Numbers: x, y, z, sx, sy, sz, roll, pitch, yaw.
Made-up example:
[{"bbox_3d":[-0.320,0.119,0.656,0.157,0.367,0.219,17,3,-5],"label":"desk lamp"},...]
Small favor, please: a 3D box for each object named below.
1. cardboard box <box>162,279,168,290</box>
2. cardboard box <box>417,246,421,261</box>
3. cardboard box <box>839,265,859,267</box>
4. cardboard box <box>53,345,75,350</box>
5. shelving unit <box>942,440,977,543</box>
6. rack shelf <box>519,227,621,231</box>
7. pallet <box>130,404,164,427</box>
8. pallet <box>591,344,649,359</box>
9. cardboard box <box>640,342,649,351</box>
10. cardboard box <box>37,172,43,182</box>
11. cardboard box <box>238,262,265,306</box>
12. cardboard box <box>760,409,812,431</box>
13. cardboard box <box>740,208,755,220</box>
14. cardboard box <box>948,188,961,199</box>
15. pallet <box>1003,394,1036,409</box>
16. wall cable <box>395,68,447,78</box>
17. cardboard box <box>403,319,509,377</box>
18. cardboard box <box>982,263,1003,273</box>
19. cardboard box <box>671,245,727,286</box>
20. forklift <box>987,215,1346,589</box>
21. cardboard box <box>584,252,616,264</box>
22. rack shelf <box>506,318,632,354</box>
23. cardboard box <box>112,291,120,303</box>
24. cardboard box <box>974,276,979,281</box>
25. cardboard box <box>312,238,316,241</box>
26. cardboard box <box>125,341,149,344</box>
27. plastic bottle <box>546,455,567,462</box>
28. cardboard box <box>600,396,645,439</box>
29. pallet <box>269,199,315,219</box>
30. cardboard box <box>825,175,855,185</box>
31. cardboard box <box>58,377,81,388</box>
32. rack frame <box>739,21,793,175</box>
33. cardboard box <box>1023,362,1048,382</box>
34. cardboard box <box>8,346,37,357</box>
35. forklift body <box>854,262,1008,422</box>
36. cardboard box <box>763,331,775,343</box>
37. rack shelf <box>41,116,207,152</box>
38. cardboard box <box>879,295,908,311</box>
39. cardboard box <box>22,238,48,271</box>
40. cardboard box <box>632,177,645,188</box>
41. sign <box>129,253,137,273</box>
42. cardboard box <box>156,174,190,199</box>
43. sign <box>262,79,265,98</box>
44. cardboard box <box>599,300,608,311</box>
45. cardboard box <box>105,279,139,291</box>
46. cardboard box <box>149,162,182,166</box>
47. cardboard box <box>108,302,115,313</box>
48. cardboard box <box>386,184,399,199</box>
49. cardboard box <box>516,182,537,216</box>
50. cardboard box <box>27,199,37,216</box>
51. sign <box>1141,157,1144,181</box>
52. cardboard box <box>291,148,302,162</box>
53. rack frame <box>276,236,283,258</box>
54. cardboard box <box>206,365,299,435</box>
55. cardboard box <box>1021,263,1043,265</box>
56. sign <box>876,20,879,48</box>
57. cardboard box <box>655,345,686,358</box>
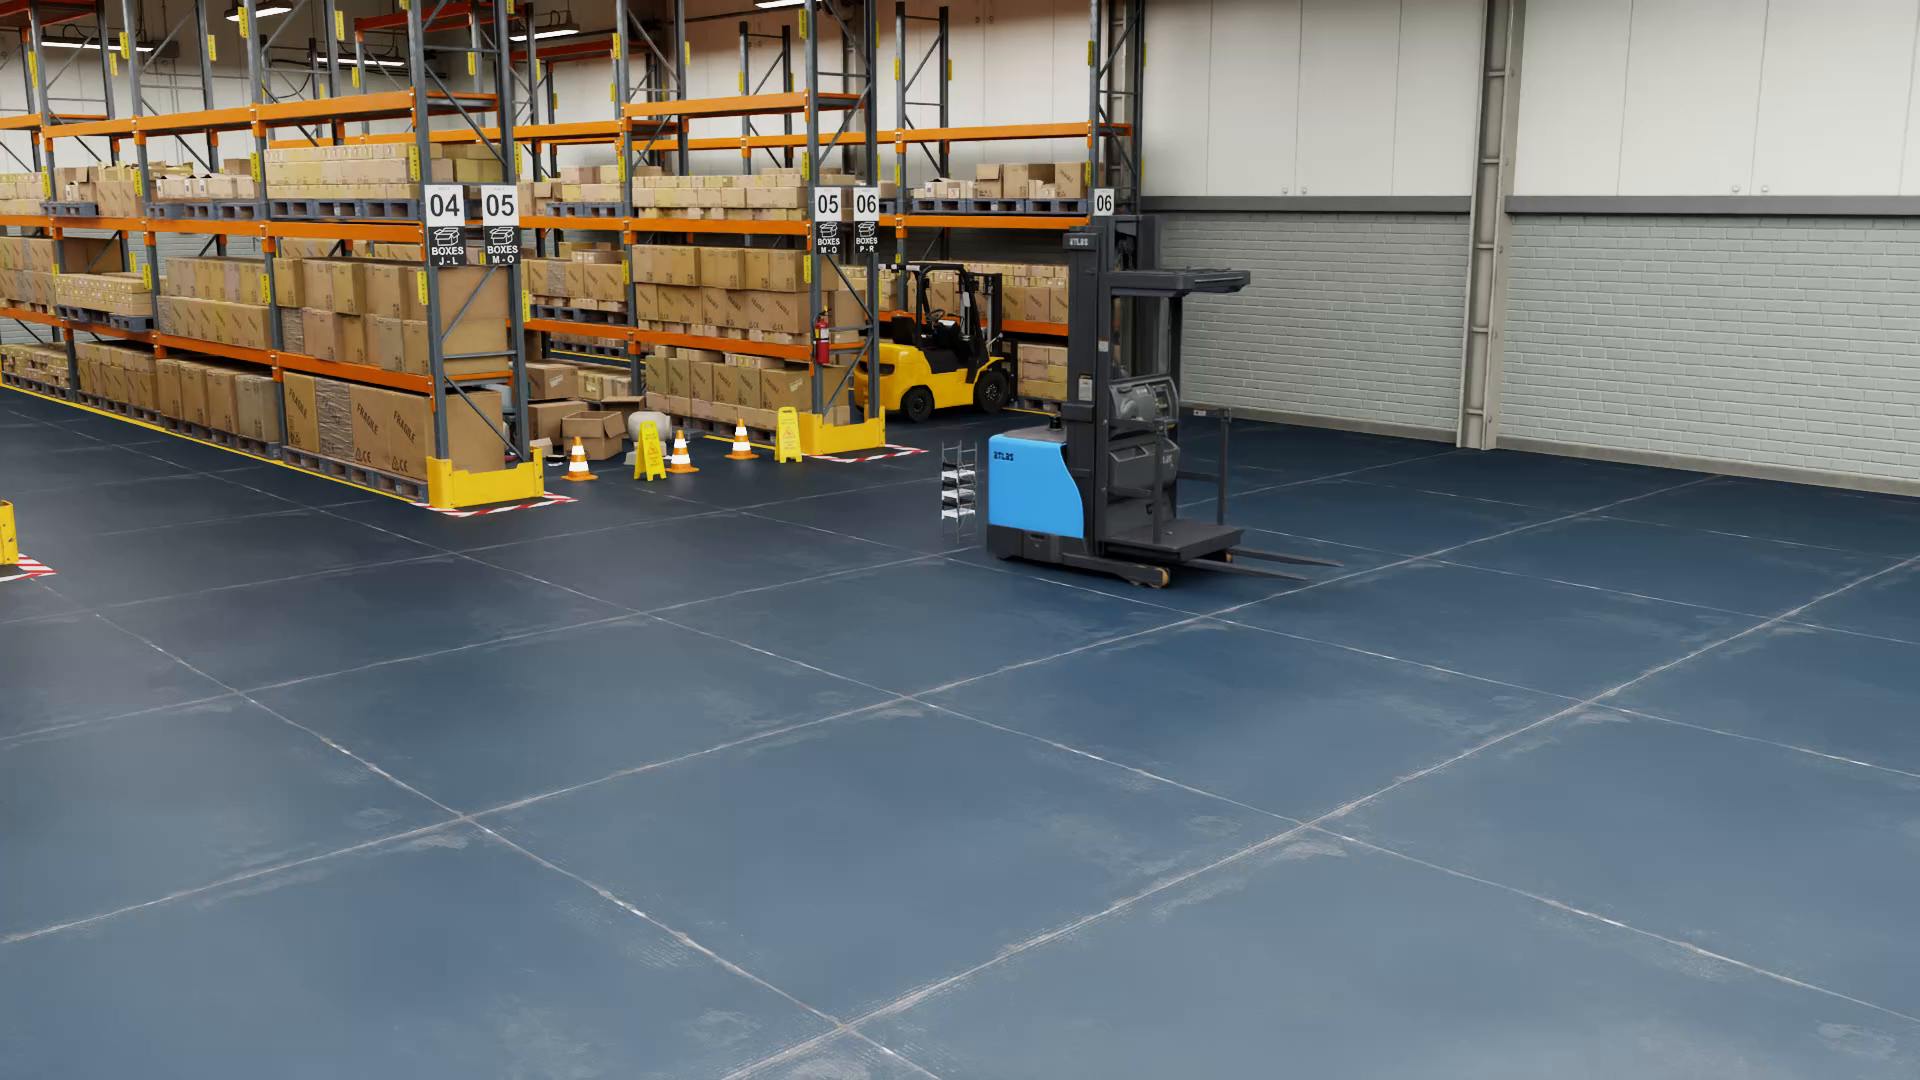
[{"bbox_3d":[-10.976,-3.598,23.387,0.380,0.149,0.250,-11,16,-43],"label":"cardboard box"},{"bbox_3d":[-8.522,-4.558,27.216,0.500,0.500,0.500,-11,16,-43],"label":"cardboard box"},{"bbox_3d":[-1.900,-4.577,28.176,0.380,0.149,0.250,-10,15,-41],"label":"cardboard box"},{"bbox_3d":[-14.883,-3.169,27.748,0.250,0.149,0.380,11,16,43],"label":"cardboard box"},{"bbox_3d":[-0.006,-0.442,15.165,0.258,0.900,0.210,-11,16,-43],"label":"shelving unit"},{"bbox_3d":[-7.489,-6.443,33.440,1.077,0.370,4.000,-11,16,-43],"label":"rack shelf"},{"bbox_3d":[-10.982,-1.803,23.476,1.003,0.211,1.213,-11,16,-43],"label":"pallet"},{"bbox_3d":[-6.581,-3.769,33.022,1.003,0.211,1.213,-11,16,-43],"label":"pallet"},{"bbox_3d":[-5.936,-3.914,31.968,0.500,0.500,0.500,-10,15,-40],"label":"cardboard box"},{"bbox_3d":[-13.809,-5.518,25.313,0.380,0.149,0.250,-10,16,-41],"label":"cardboard box"},{"bbox_3d":[-8.384,-3.155,20.406,0.700,0.500,0.500,-11,16,-43],"label":"cardboard box"},{"bbox_3d":[-2.177,-1.534,21.036,0.500,0.250,0.500,-11,16,-43],"label":"cardboard box"},{"bbox_3d":[-2.544,-4.102,20.913,0.380,0.149,0.250,-11,16,-43],"label":"cardboard box"},{"bbox_3d":[0.038,-5.248,25.189,0.380,0.149,0.250,-10,15,-41],"label":"cardboard box"},{"bbox_3d":[0.783,-2.201,25.412,1.003,0.211,1.213,-11,16,-43],"label":"pallet"},{"bbox_3d":[-11.842,-12.283,38.784,2.988,3.039,0.133,-11,16,-43],"label":"wall cable"},{"bbox_3d":[-5.207,-2.008,17.190,0.875,0.550,0.550,-11,16,-43],"label":"cardboard box"},{"bbox_3d":[0.555,-4.081,25.031,0.380,0.149,0.250,-11,16,-42],"label":"cardboard box"},{"bbox_3d":[-3.359,-3.610,21.876,0.700,0.500,0.500,-11,16,-44],"label":"cardboard box"},{"bbox_3d":[1.690,-1.165,13.643,3.031,2.935,1.130,9,15,39],"label":"forklift"},{"bbox_3d":[-5.138,-4.028,23.732,0.250,0.149,0.380,11,16,43],"label":"cardboard box"},{"bbox_3d":[-5.552,-3.114,24.716,1.077,0.370,4.000,-11,16,-43],"label":"rack shelf"},{"bbox_3d":[-11.483,-3.368,23.008,0.380,0.149,0.250,-10,16,-41],"label":"cardboard box"},{"bbox_3d":[0.310,-3.960,25.181,0.250,0.149,0.380,11,16,43],"label":"cardboard box"},{"bbox_3d":[-11.527,-5.501,30.183,0.380,0.149,0.250,-11,16,-42],"label":"cardboard box"},{"bbox_3d":[-12.163,-2.836,24.878,0.500,0.250,0.500,-10,15,-40],"label":"cardboard box"},{"bbox_3d":[-4.839,-0.974,19.828,0.283,0.061,0.133,6,13,26],"label":"plastic bottle"},{"bbox_3d":[-4.415,-1.606,21.799,0.500,0.500,0.500,-1,12,-4],"label":"cardboard box"},{"bbox_3d":[-7.123,-3.775,18.926,1.003,0.211,1.213,-11,16,-43],"label":"pallet"},{"bbox_3d":[-1.506,-4.408,20.425,0.380,0.149,0.250,-11,16,-43],"label":"cardboard box"},{"bbox_3d":[-13.723,-2.457,25.766,0.380,0.149,0.250,-11,16,-42],"label":"cardboard box"},{"bbox_3d":[-3.345,-7.389,28.814,1.000,3.000,0.127,-11,16,-43],"label":"rack frame"},{"bbox_3d":[1.279,-2.489,24.433,0.500,0.250,0.500,-11,16,-43],"label":"cardboard box"},{"bbox_3d":[-15.493,-3.120,27.512,0.380,0.149,0.250,-11,16,-43],"label":"cardboard box"},{"bbox_3d":[-0.450,-2.890,23.948,2.313,2.155,1.214,-11,16,-43],"label":"forklift body"},{"bbox_3d":[-2.238,-2.555,20.839,0.380,0.149,0.250,-11,16,-44],"label":"cardboard box"},{"bbox_3d":[-11.824,-5.736,23.565,1.077,0.370,4.000,-11,16,-43],"label":"rack shelf"},{"bbox_3d":[-1.120,-3.831,26.782,0.500,0.250,0.500,-10,16,-41],"label":"cardboard box"},{"bbox_3d":[-14.430,-4.505,26.218,0.500,0.500,0.500,-10,16,-41],"label":"cardboard box"},{"bbox_3d":[-4.189,-4.820,22.425,0.380,0.149,0.250,-11,16,-44],"label":"cardboard box"},{"bbox_3d":[-12.806,-4.283,25.735,0.100,0.325,0.005,-11,16,-43],"label":"sign"},{"bbox_3d":[-10.102,-4.598,21.633,0.500,0.311,0.500,-11,16,-42],"label":"cardboard box"},{"bbox_3d":[-12.863,-8.323,30.640,0.100,0.325,0.005,-11,16,-43],"label":"sign"},{"bbox_3d":[-4.895,-3.335,23.586,0.250,0.149,0.380,11,16,43],"label":"cardboard box"},{"bbox_3d":[-11.653,-3.549,23.152,0.380,0.149,0.250,-10,15,-41],"label":"cardboard box"},{"bbox_3d":[-11.084,-5.152,23.242,0.396,0.266,0.258,-11,16,-43],"label":"cardboard box"},{"bbox_3d":[-11.634,-3.256,23.200,0.380,0.149,0.250,-11,16,-43],"label":"cardboard box"},{"bbox_3d":[-5.567,-3.525,16.829,0.380,0.149,0.250,-11,16,-42],"label":"cardboard box"},{"bbox_3d":[-6.285,-5.137,25.069,0.700,0.500,0.500,-11,16,-43],"label":"cardboard box"},{"bbox_3d":[-14.076,-5.142,25.713,0.500,0.250,0.500,-11,16,-43],"label":"cardboard box"},{"bbox_3d":[2.585,-5.296,23.725,0.100,0.325,0.005,-11,16,-43],"label":"sign"},{"bbox_3d":[-7.148,-4.250,18.370,0.380,0.149,0.250,-11,16,-43],"label":"cardboard box"},{"bbox_3d":[-12.457,-4.926,31.727,1.000,3.000,0.127,-11,16,-43],"label":"rack frame"},{"bbox_3d":[-8.838,-1.794,21.056,1.050,0.750,0.750,-11,16,-43],"label":"cardboard box"},{"bbox_3d":[1.055,-4.104,25.145,0.380,0.149,0.250,-11,16,-42],"label":"cardboard box"},{"bbox_3d":[-1.015,-6.101,20.052,0.100,0.325,0.005,-11,16,-43],"label":"sign"},{"bbox_3d":[-3.915,-2.568,22.591,0.380,0.149,0.250,-11,16,-42],"label":"cardboard box"}]
